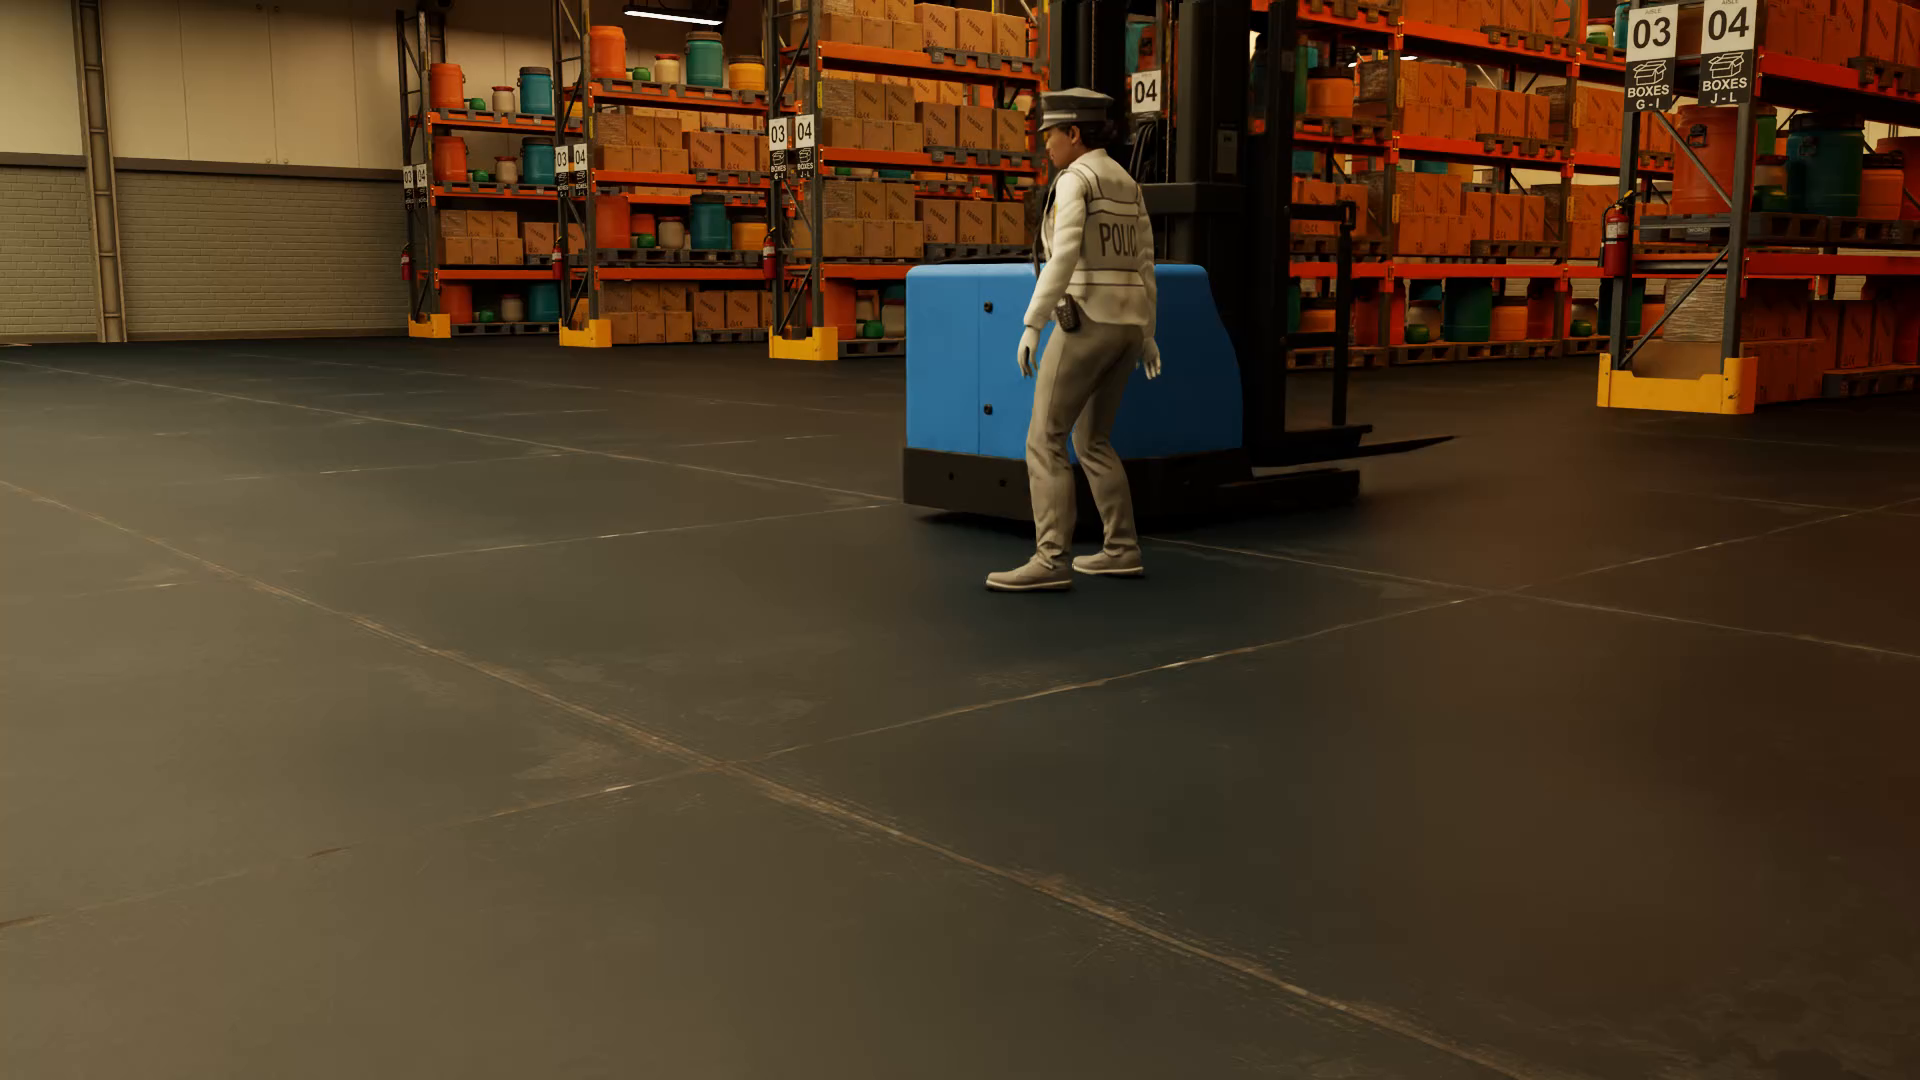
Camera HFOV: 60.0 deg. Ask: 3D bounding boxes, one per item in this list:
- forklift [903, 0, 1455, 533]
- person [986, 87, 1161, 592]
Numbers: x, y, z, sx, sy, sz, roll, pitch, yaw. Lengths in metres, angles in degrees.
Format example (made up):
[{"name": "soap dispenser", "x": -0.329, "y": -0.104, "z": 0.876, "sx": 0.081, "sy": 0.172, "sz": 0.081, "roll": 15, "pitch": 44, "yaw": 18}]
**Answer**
[{"name": "forklift", "x": 1.186, "y": -1.638, "z": 7.543, "sx": 3.031, "sy": 2.935, "sz": 1.130, "roll": -8, "pitch": 12, "yaw": -42}, {"name": "person", "x": 0.417, "y": -0.676, "z": 5.574, "sx": 0.365, "sy": 1.641, "sz": 0.753, "roll": 6, "pitch": 10, "yaw": 32}]
